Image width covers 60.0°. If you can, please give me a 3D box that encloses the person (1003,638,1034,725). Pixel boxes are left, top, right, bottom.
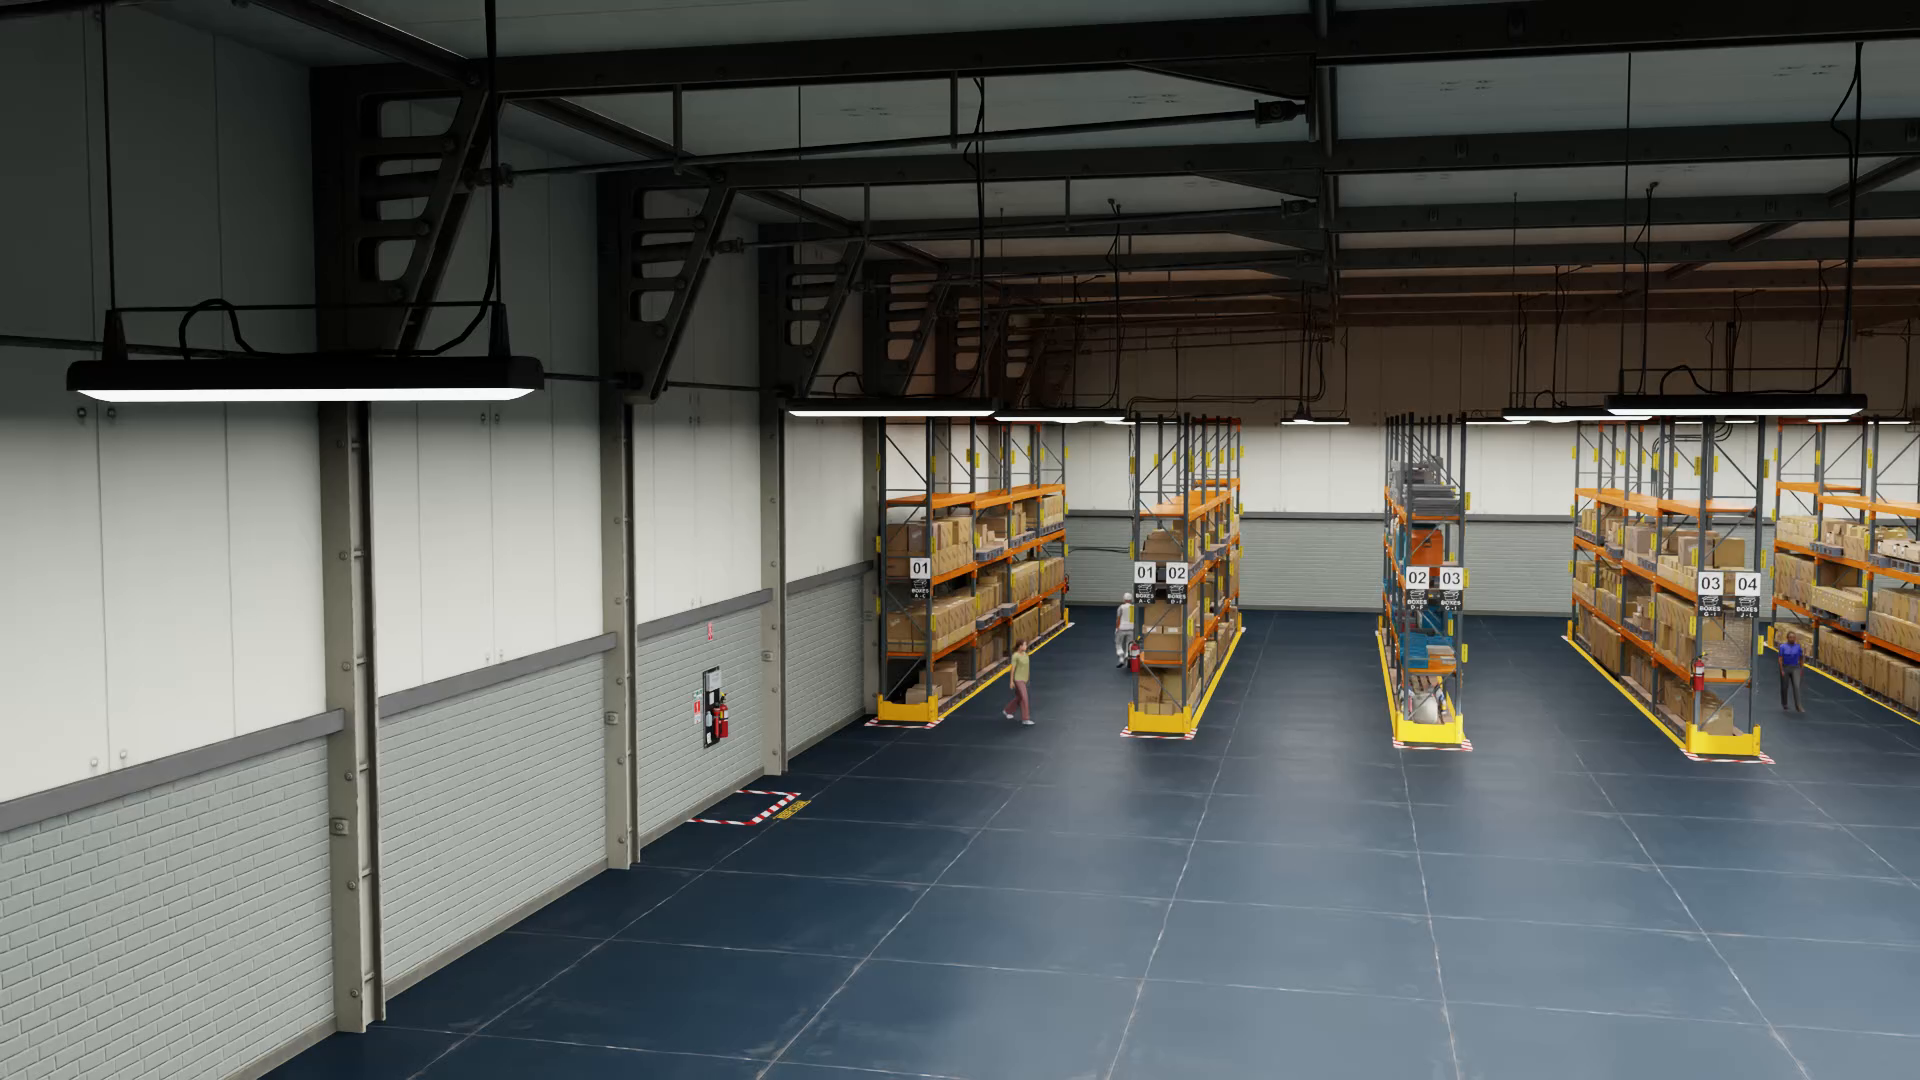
[{"bbox_3d":[1.150,2.720,32.235,0.868,1.639,0.486,3,5,35],"label":"person"}]

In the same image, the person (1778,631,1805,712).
[{"bbox_3d":[16.675,2.636,33.352,0.481,1.612,0.955,1,4,21],"label":"person"}]

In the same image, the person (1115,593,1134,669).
[{"bbox_3d":[3.963,2.159,39.554,0.593,1.802,0.403,-1,4,-12],"label":"person"}]
